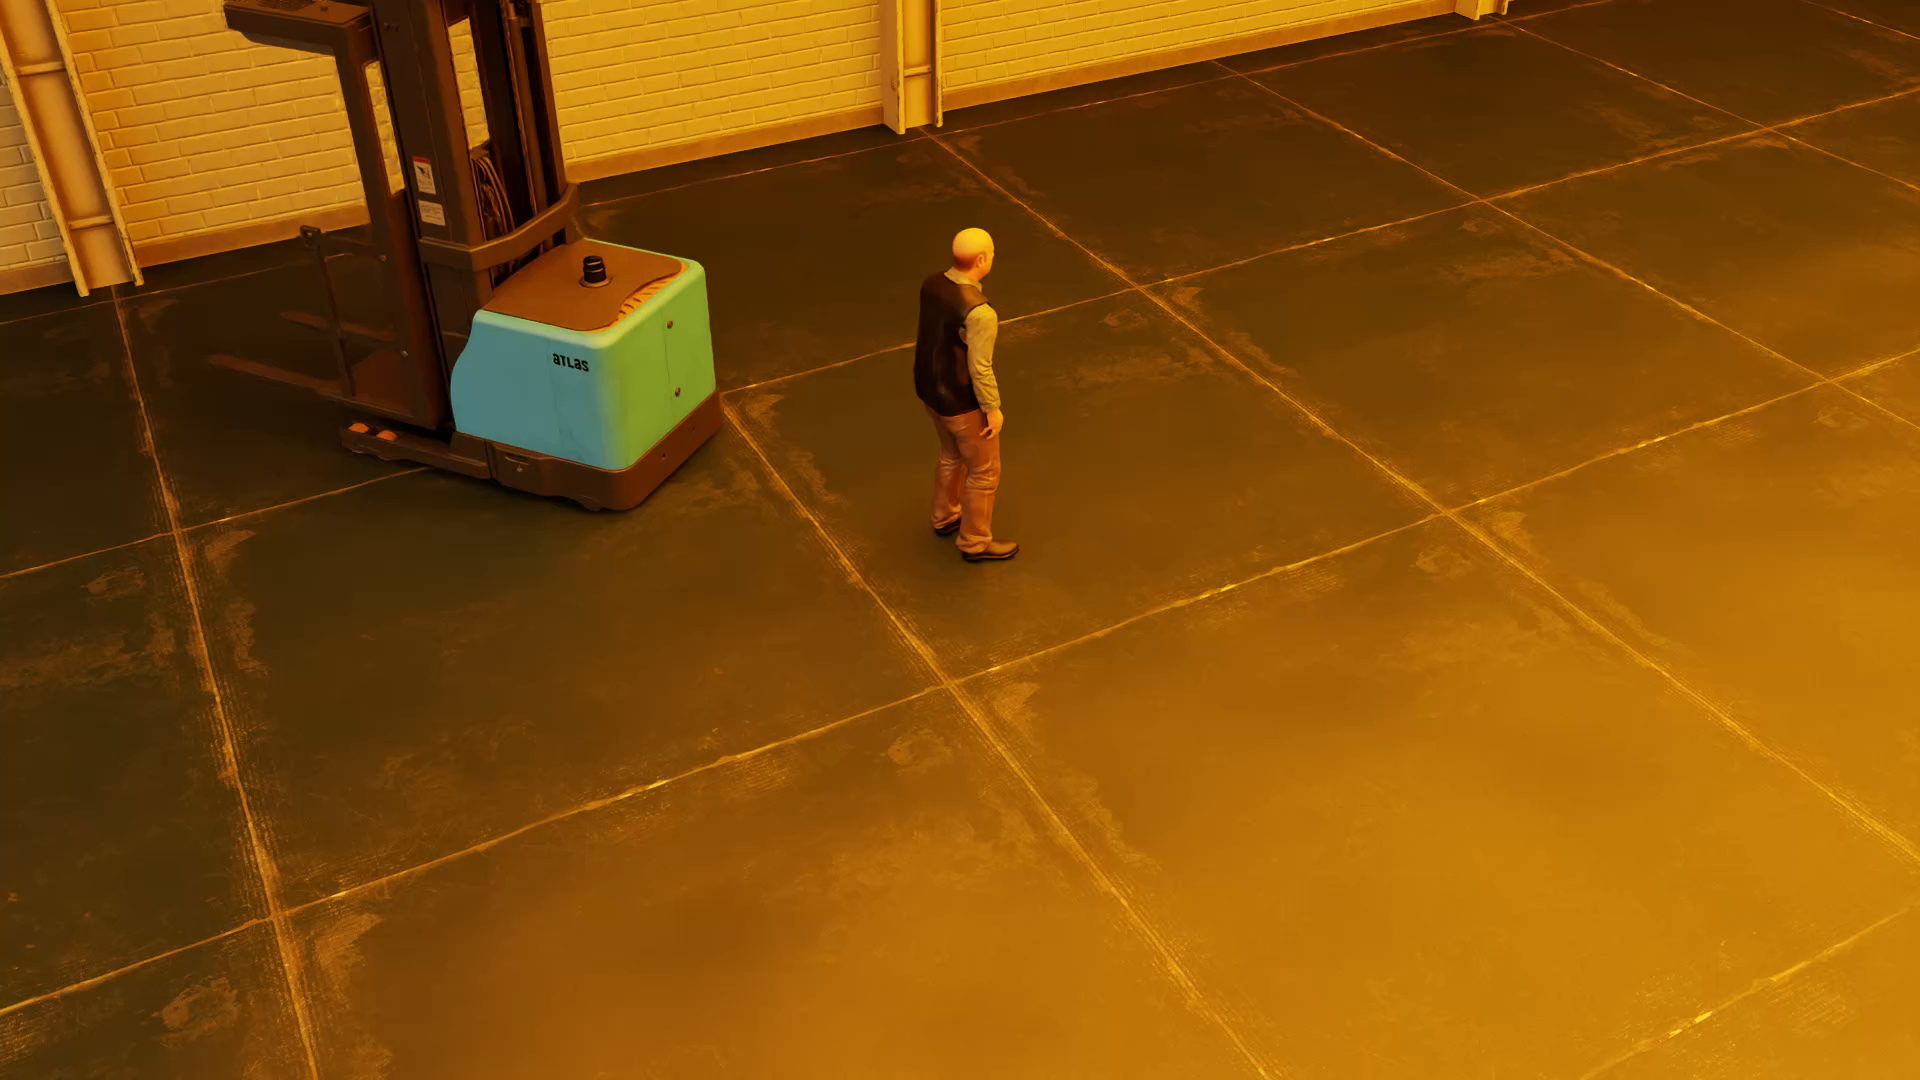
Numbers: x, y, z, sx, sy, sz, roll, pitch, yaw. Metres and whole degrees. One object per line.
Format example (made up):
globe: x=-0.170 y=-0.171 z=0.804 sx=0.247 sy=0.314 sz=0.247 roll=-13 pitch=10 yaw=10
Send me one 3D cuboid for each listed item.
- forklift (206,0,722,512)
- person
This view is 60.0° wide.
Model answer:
forklift: x=-2.919 y=-1.903 z=8.815 sx=3.031 sy=2.935 sz=1.130 roll=14 pitch=38 yaw=19
person: x=0.000 y=-0.708 z=8.174 sx=0.422 sy=1.720 sz=0.580 roll=-18 pitch=39 yaw=-24
